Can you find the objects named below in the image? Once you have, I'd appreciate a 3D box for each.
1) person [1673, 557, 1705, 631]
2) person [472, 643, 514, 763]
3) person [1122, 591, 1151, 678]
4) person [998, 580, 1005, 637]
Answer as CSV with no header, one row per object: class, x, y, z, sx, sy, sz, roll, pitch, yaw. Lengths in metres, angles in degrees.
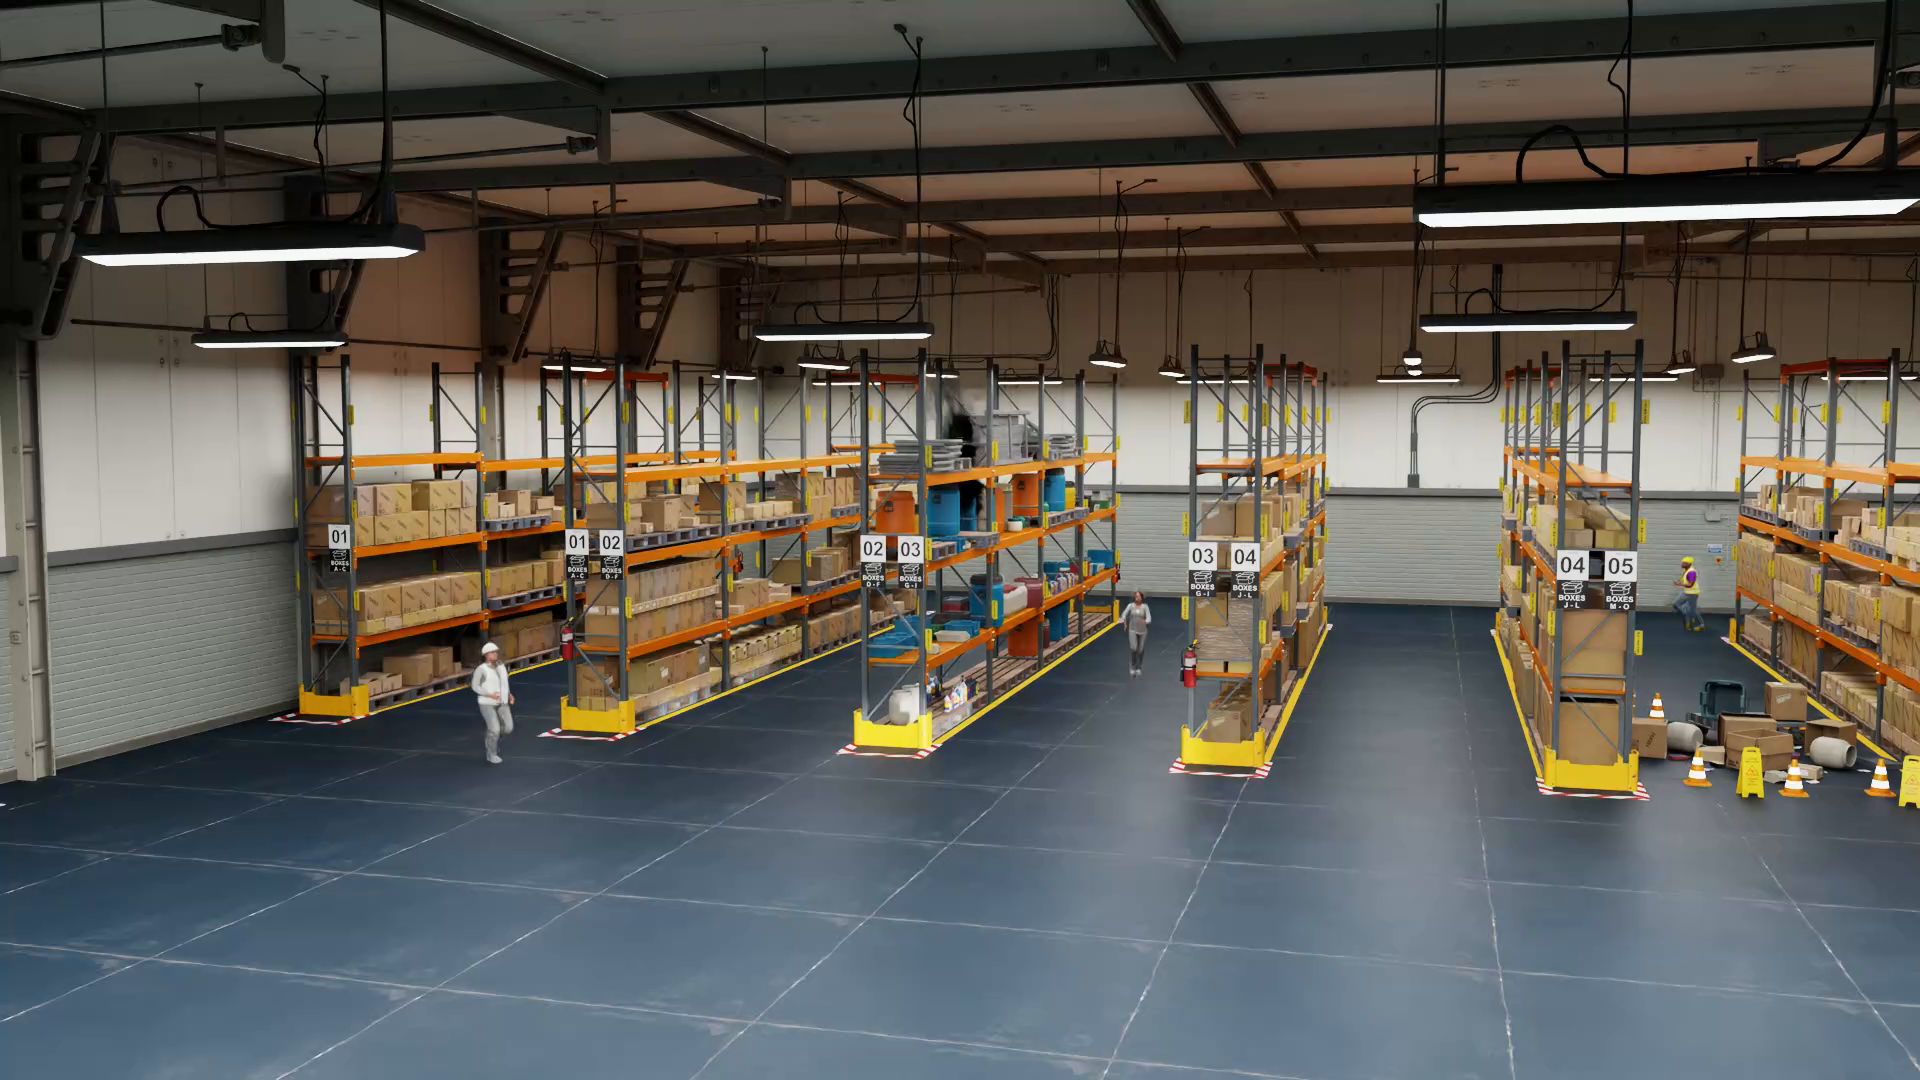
person,16.854,1.236,38.460,0.777,1.709,0.741,1,4,8
person,-6.721,2.347,24.003,0.579,1.730,0.659,3,5,37
person,3.218,1.717,30.223,0.505,1.590,0.661,0,4,-1
person,0.791,1.398,37.476,0.558,1.634,0.718,2,5,22
